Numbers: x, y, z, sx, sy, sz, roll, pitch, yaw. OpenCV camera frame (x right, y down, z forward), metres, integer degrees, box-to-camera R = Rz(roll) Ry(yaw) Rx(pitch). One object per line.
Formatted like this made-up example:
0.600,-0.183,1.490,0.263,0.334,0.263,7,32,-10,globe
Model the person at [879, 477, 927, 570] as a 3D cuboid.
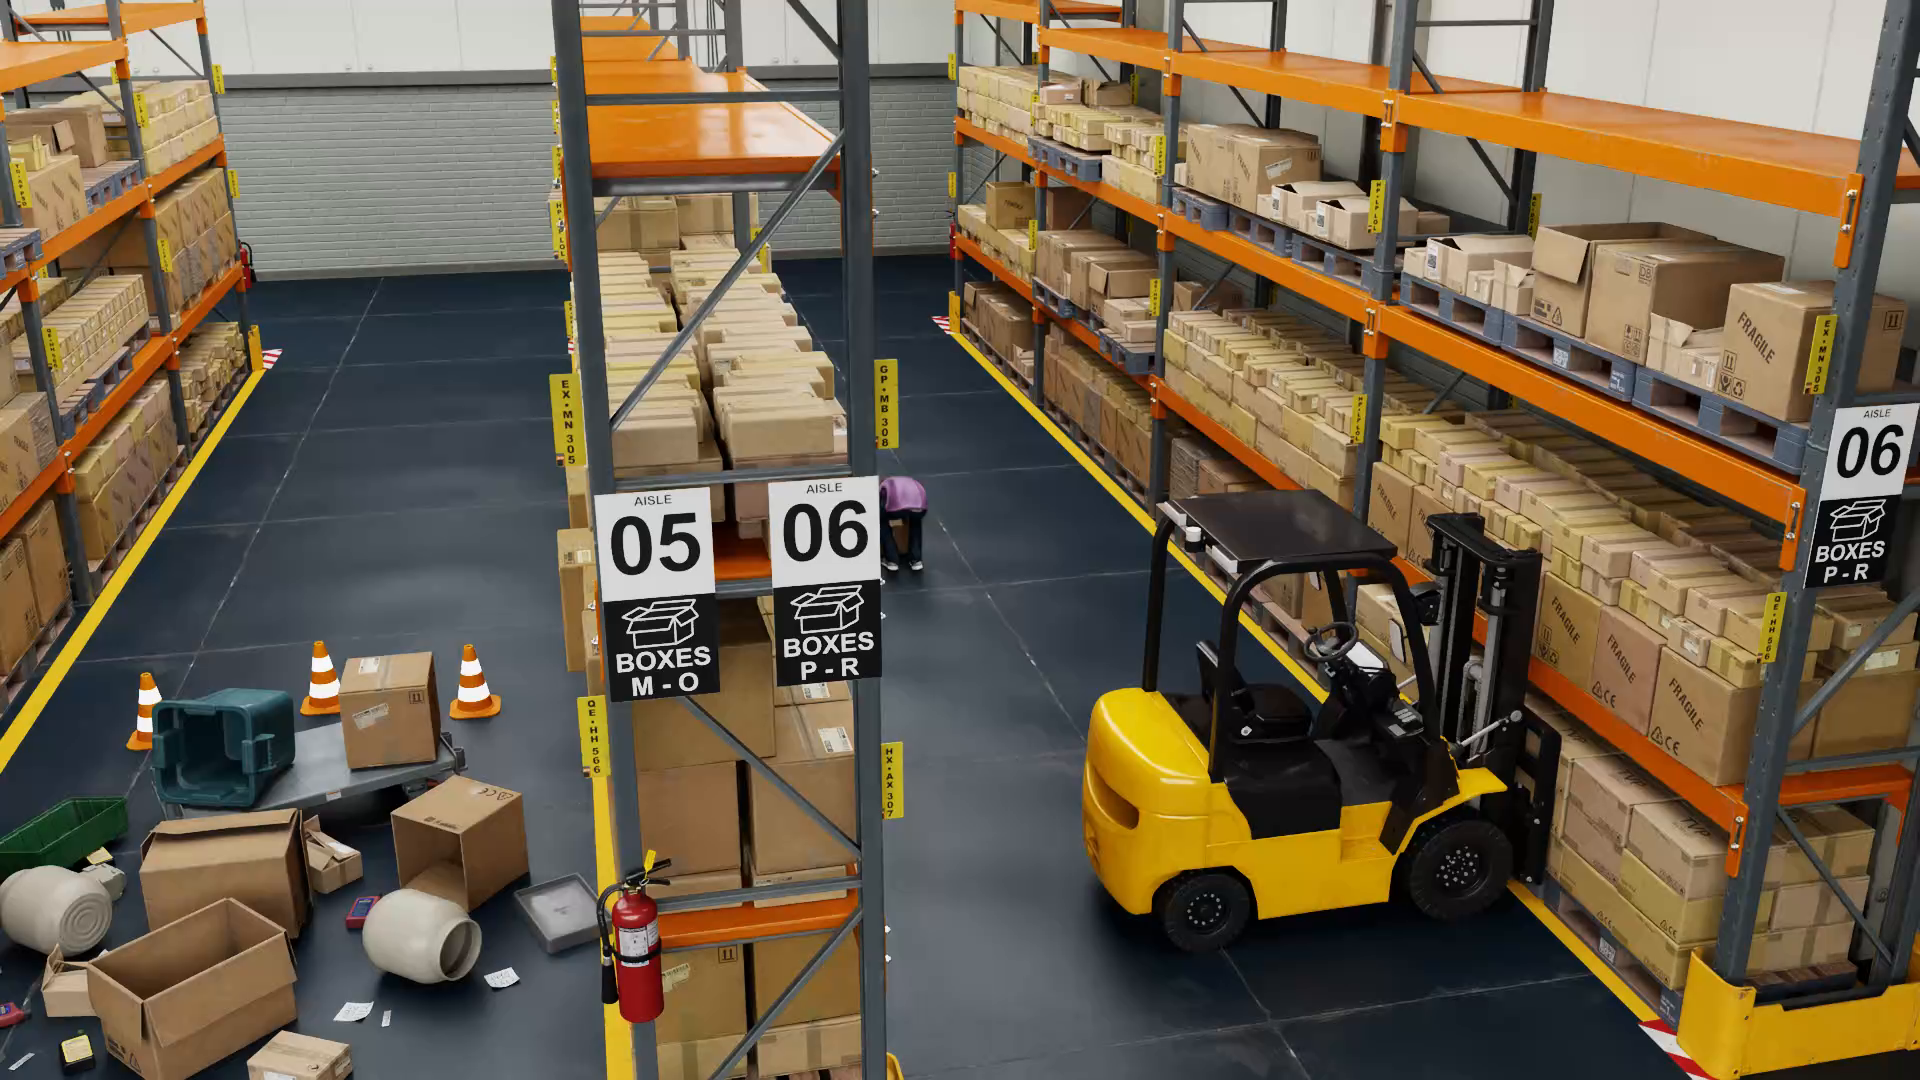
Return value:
-0.522,-0.180,14.032,0.424,0.808,0.864,-5,21,-15,person
